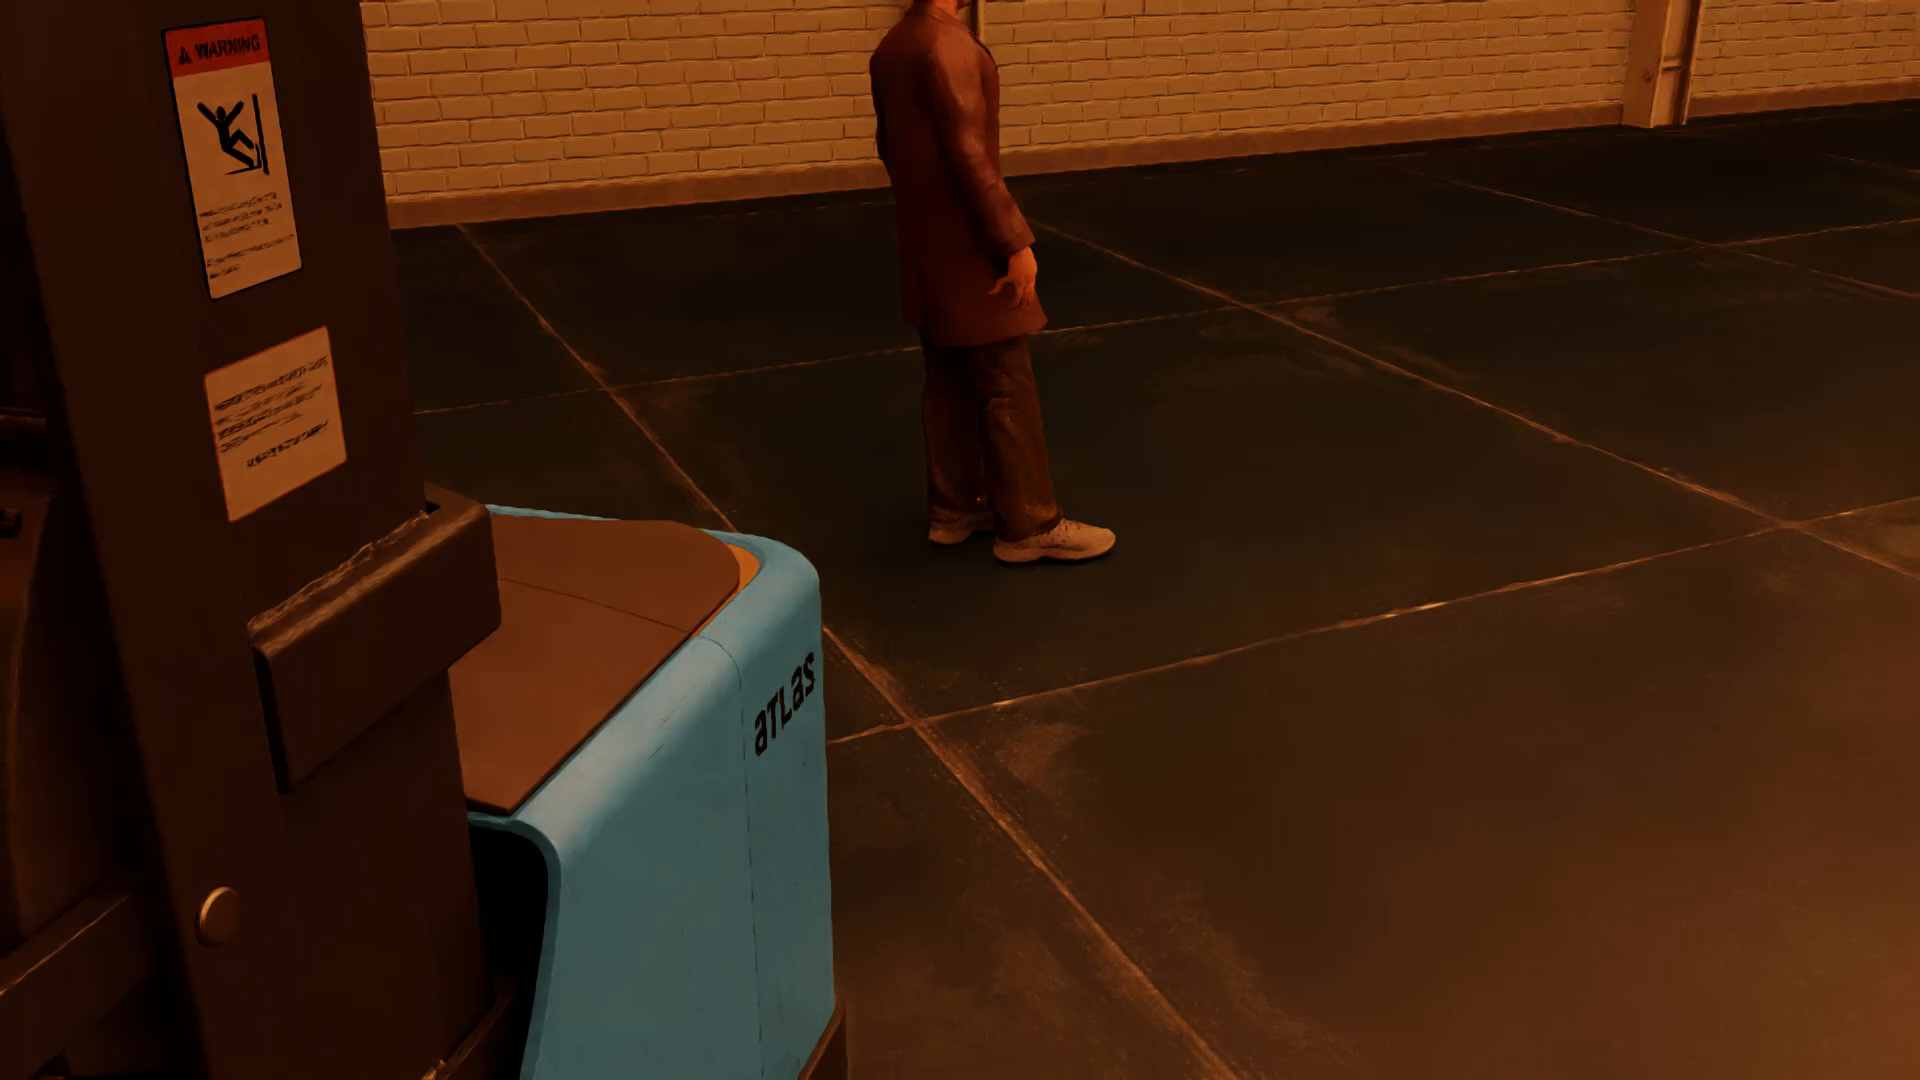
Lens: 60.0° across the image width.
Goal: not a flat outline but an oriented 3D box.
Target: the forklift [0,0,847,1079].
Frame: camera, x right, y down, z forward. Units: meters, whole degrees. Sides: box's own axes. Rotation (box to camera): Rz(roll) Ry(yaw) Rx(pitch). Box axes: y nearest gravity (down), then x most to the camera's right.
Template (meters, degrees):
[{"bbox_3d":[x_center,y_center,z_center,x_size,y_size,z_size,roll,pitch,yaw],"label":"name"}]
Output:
[{"bbox_3d":[-1.080,0.127,0.980,1.130,2.935,3.031,6,23,15],"label":"forklift"}]

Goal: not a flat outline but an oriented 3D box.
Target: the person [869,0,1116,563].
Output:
[{"bbox_3d":[0.087,-0.842,4.796,0.575,1.776,0.694,-10,25,-23],"label":"person"}]
